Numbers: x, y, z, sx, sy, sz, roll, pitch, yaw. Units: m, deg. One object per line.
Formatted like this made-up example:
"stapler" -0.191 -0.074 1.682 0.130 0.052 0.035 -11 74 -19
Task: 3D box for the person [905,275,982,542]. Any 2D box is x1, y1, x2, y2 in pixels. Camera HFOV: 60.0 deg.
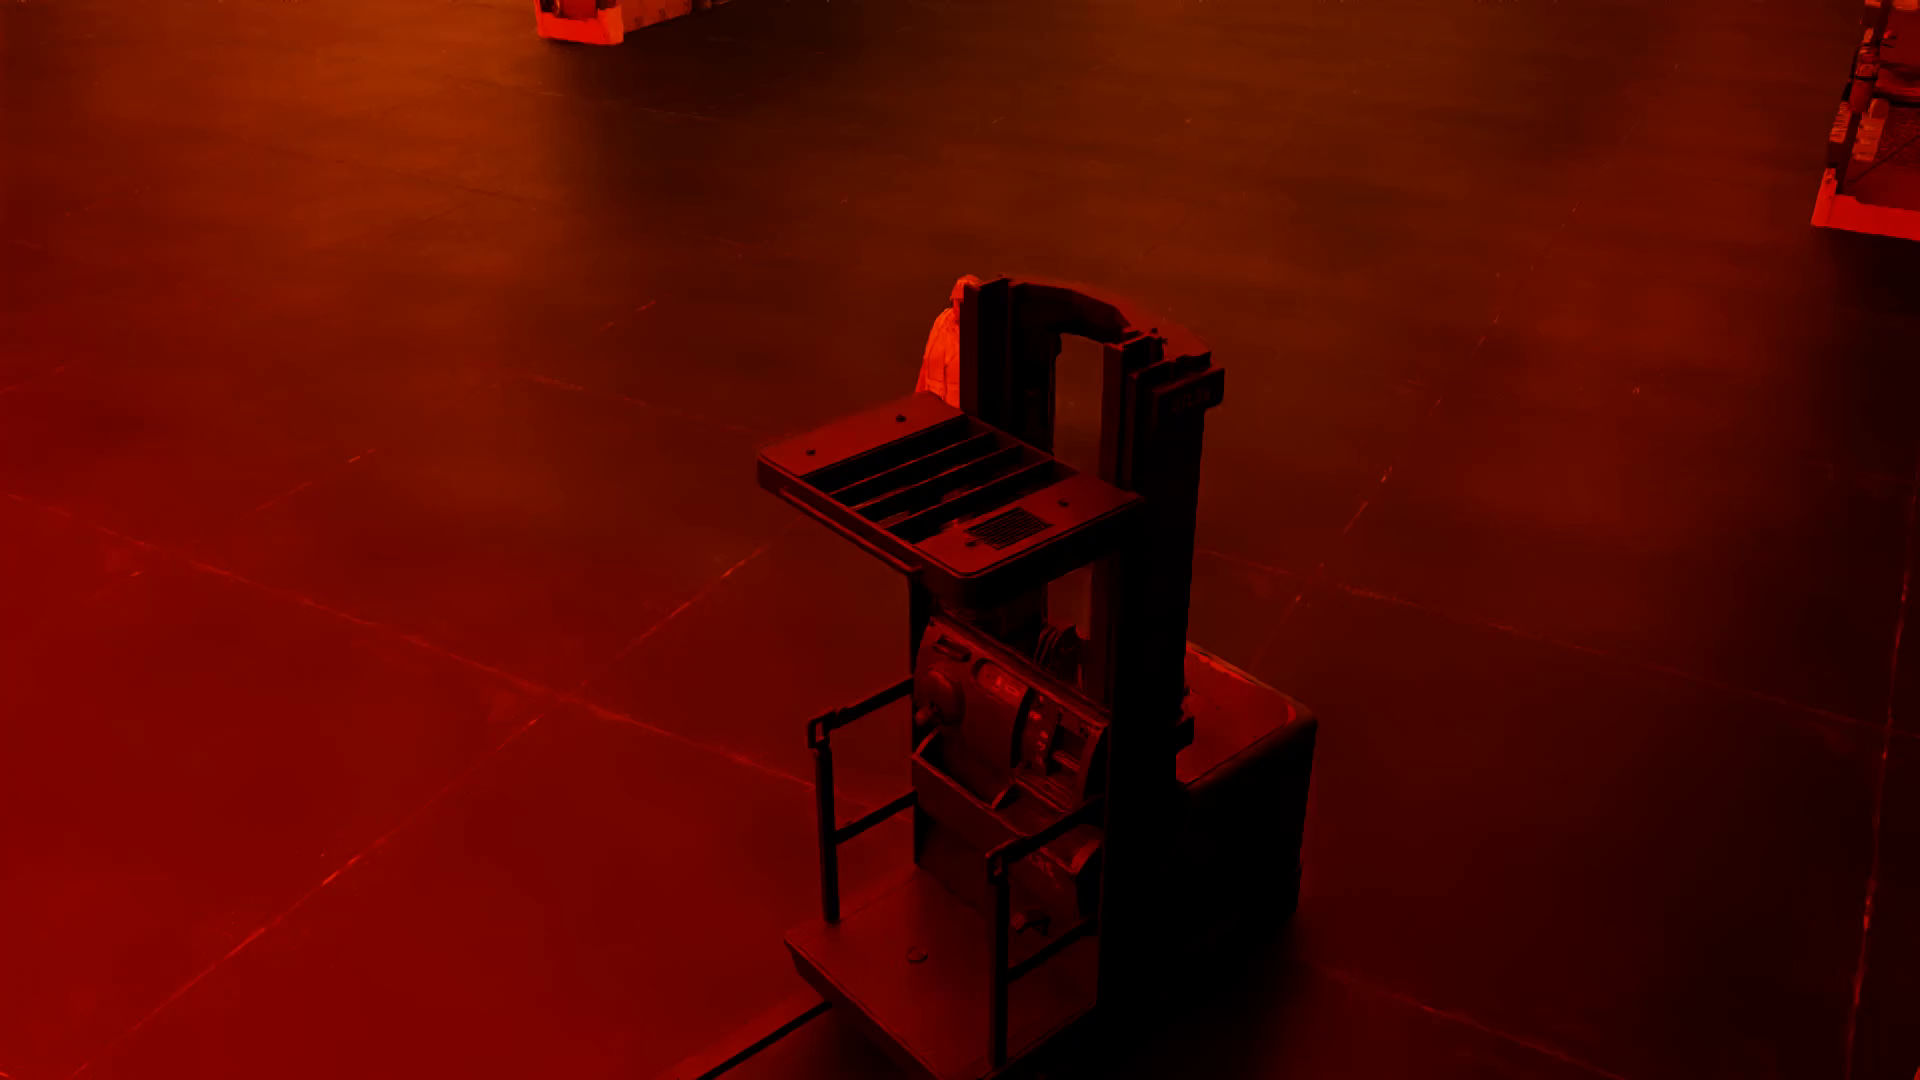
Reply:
"person" -0.058 -0.695 9.535 0.598 1.659 0.526 15 33 25

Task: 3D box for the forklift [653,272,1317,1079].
"forklift" 0.008 0.653 5.939 3.031 2.935 1.130 -24 37 -35
